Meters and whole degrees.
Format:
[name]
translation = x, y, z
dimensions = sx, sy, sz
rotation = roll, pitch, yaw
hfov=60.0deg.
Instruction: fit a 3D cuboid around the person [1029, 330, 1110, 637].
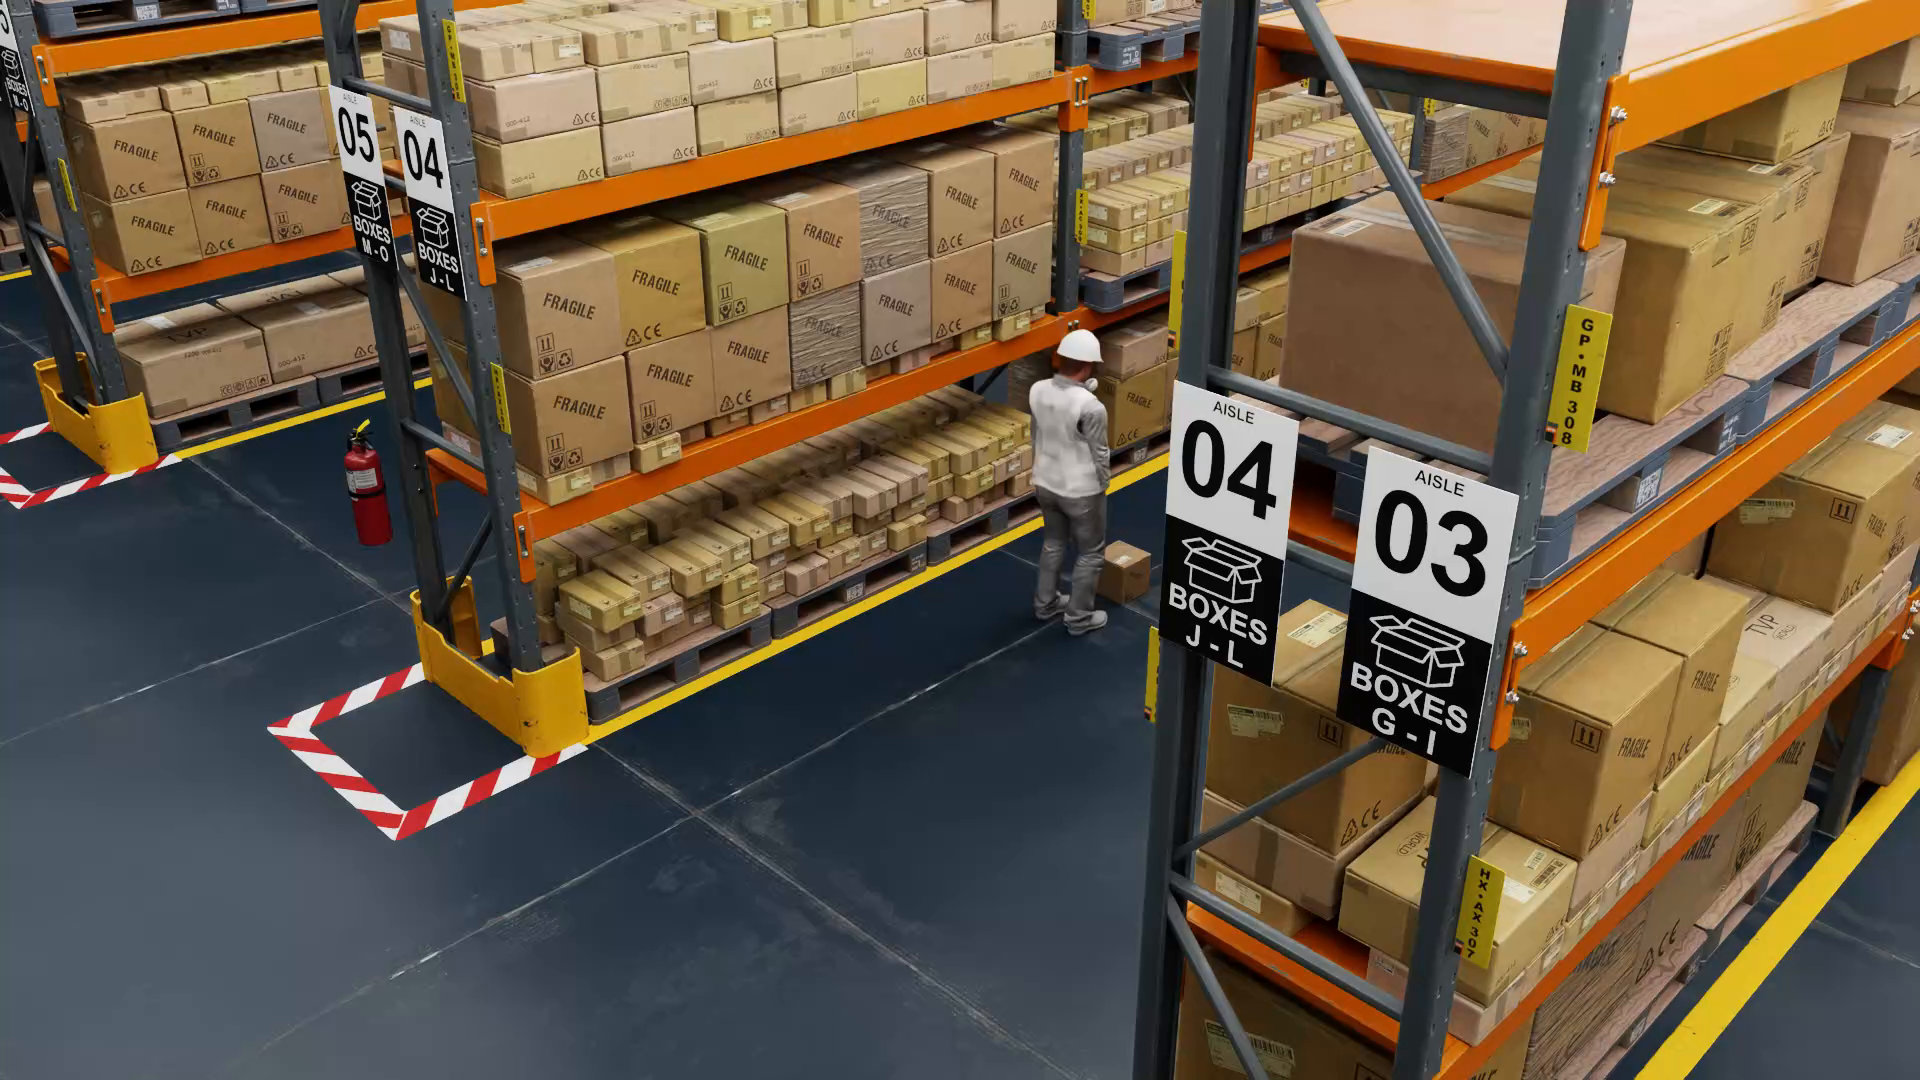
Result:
[person]
translation = 0.610, -0.322, 9.236
dimensions = 0.389, 1.759, 0.540
rotation = -24, 36, -38
